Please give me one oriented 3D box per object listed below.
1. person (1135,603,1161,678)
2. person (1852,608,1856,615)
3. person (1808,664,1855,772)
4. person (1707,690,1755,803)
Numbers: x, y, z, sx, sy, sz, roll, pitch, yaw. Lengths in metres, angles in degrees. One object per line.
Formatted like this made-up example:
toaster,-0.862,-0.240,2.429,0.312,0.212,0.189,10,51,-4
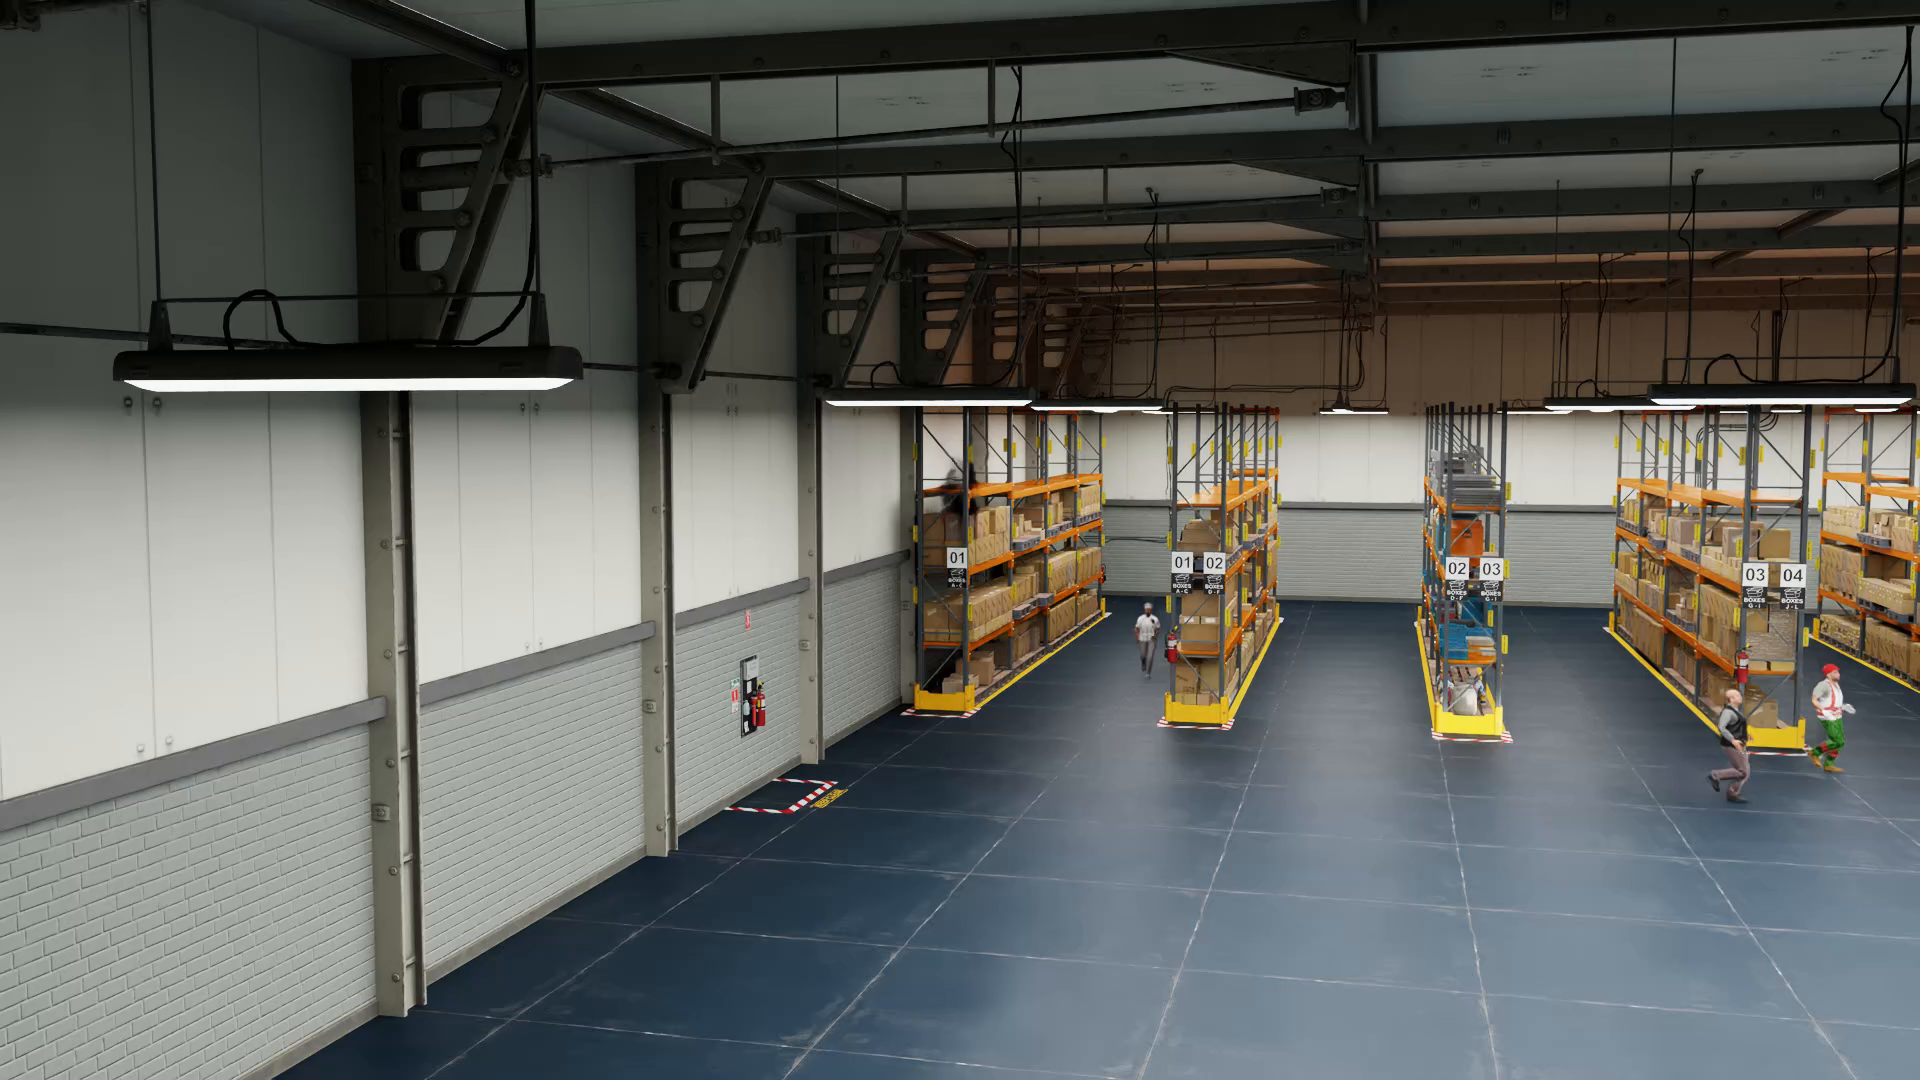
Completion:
person,4.118,2.206,36.516,0.575,1.657,0.559,1,4,8
person,23.787,1.609,43.977,0.700,1.720,0.561,-3,5,-32
person,14.055,2.871,26.852,0.679,1.747,0.597,-3,5,-39
person,11.489,3.062,24.771,0.586,1.680,0.659,3,5,36
